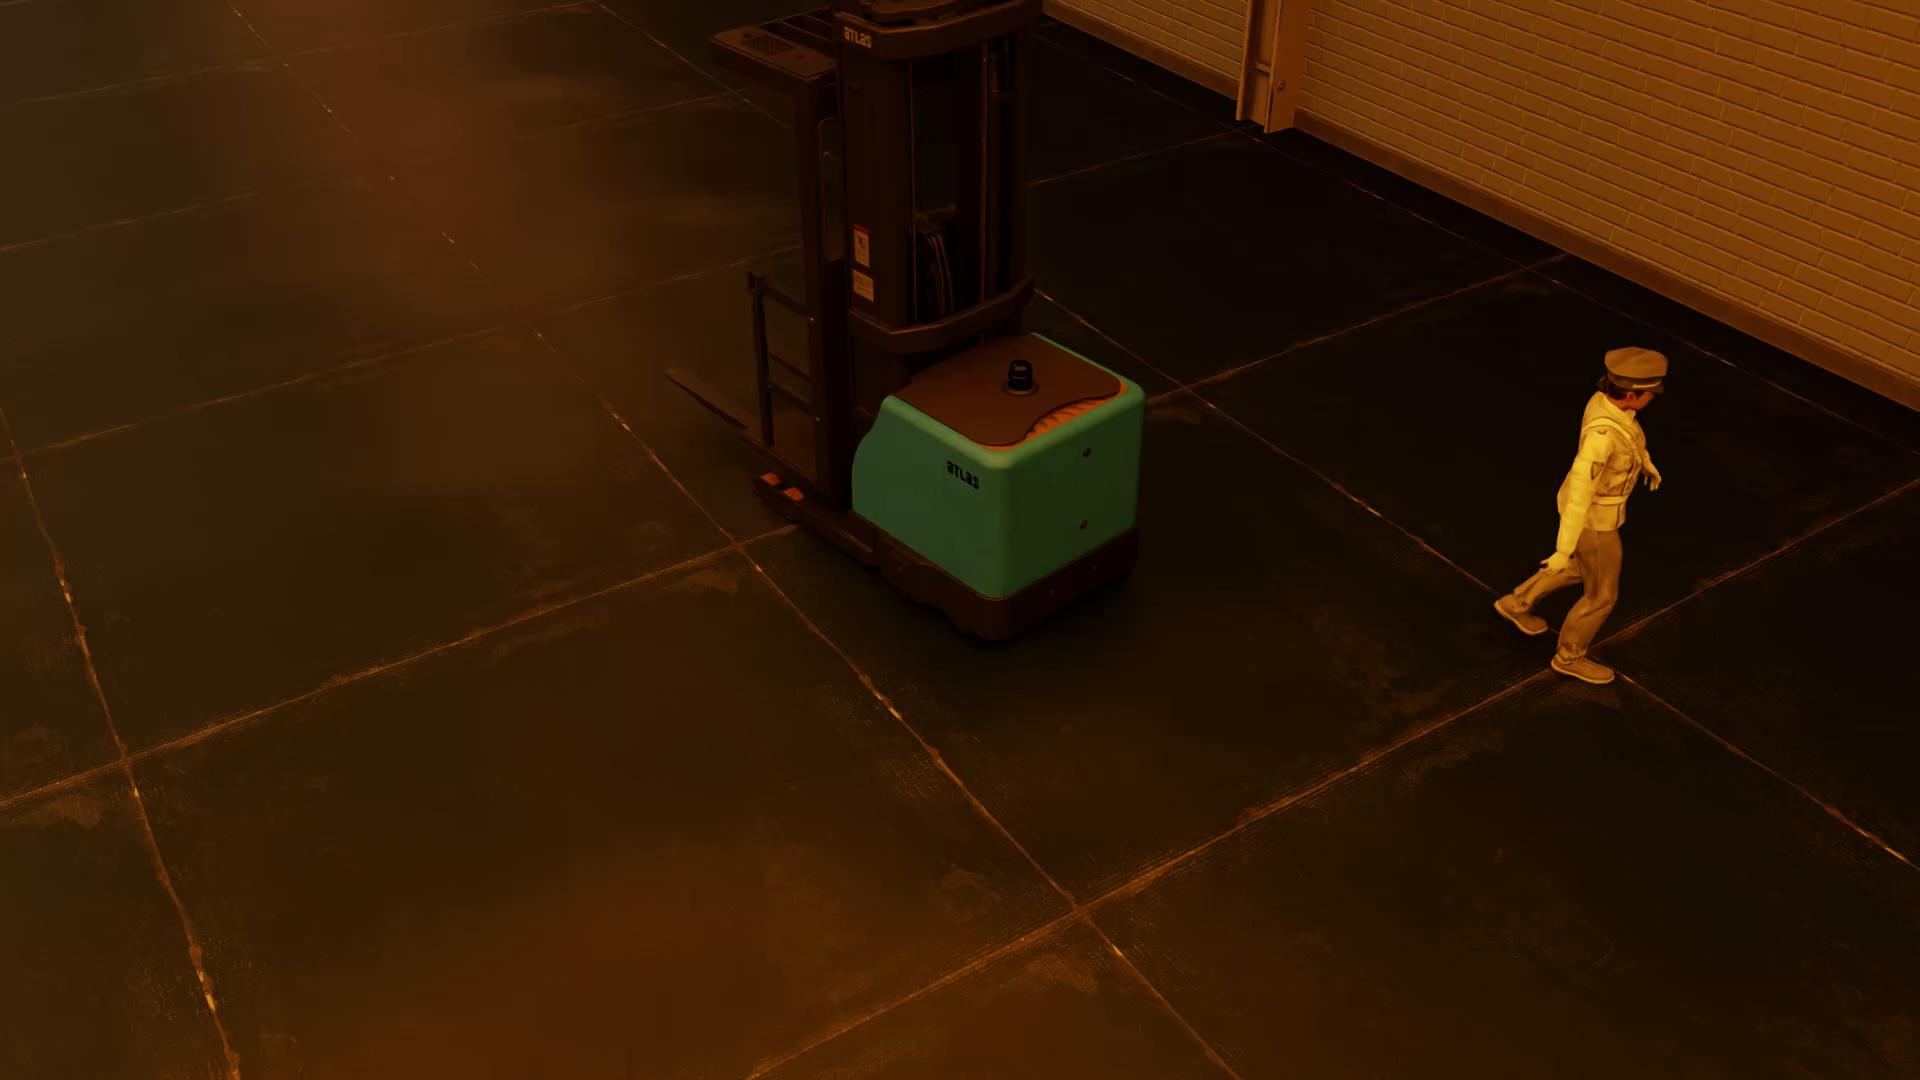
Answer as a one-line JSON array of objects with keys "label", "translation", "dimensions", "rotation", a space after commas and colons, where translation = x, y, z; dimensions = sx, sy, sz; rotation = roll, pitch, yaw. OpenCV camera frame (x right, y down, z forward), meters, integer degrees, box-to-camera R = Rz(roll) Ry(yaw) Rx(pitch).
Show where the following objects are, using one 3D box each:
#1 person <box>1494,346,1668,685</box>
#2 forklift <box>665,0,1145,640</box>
[{"label": "person", "translation": [2.817, -0.097, 7.408], "dimensions": [0.594, 1.652, 0.753], "rotation": [9, 36, 13]}, {"label": "forklift", "translation": [-0.466, -1.486, 8.262], "dimensions": [1.130, 2.935, 3.031], "rotation": [-27, 43, -33]}]
